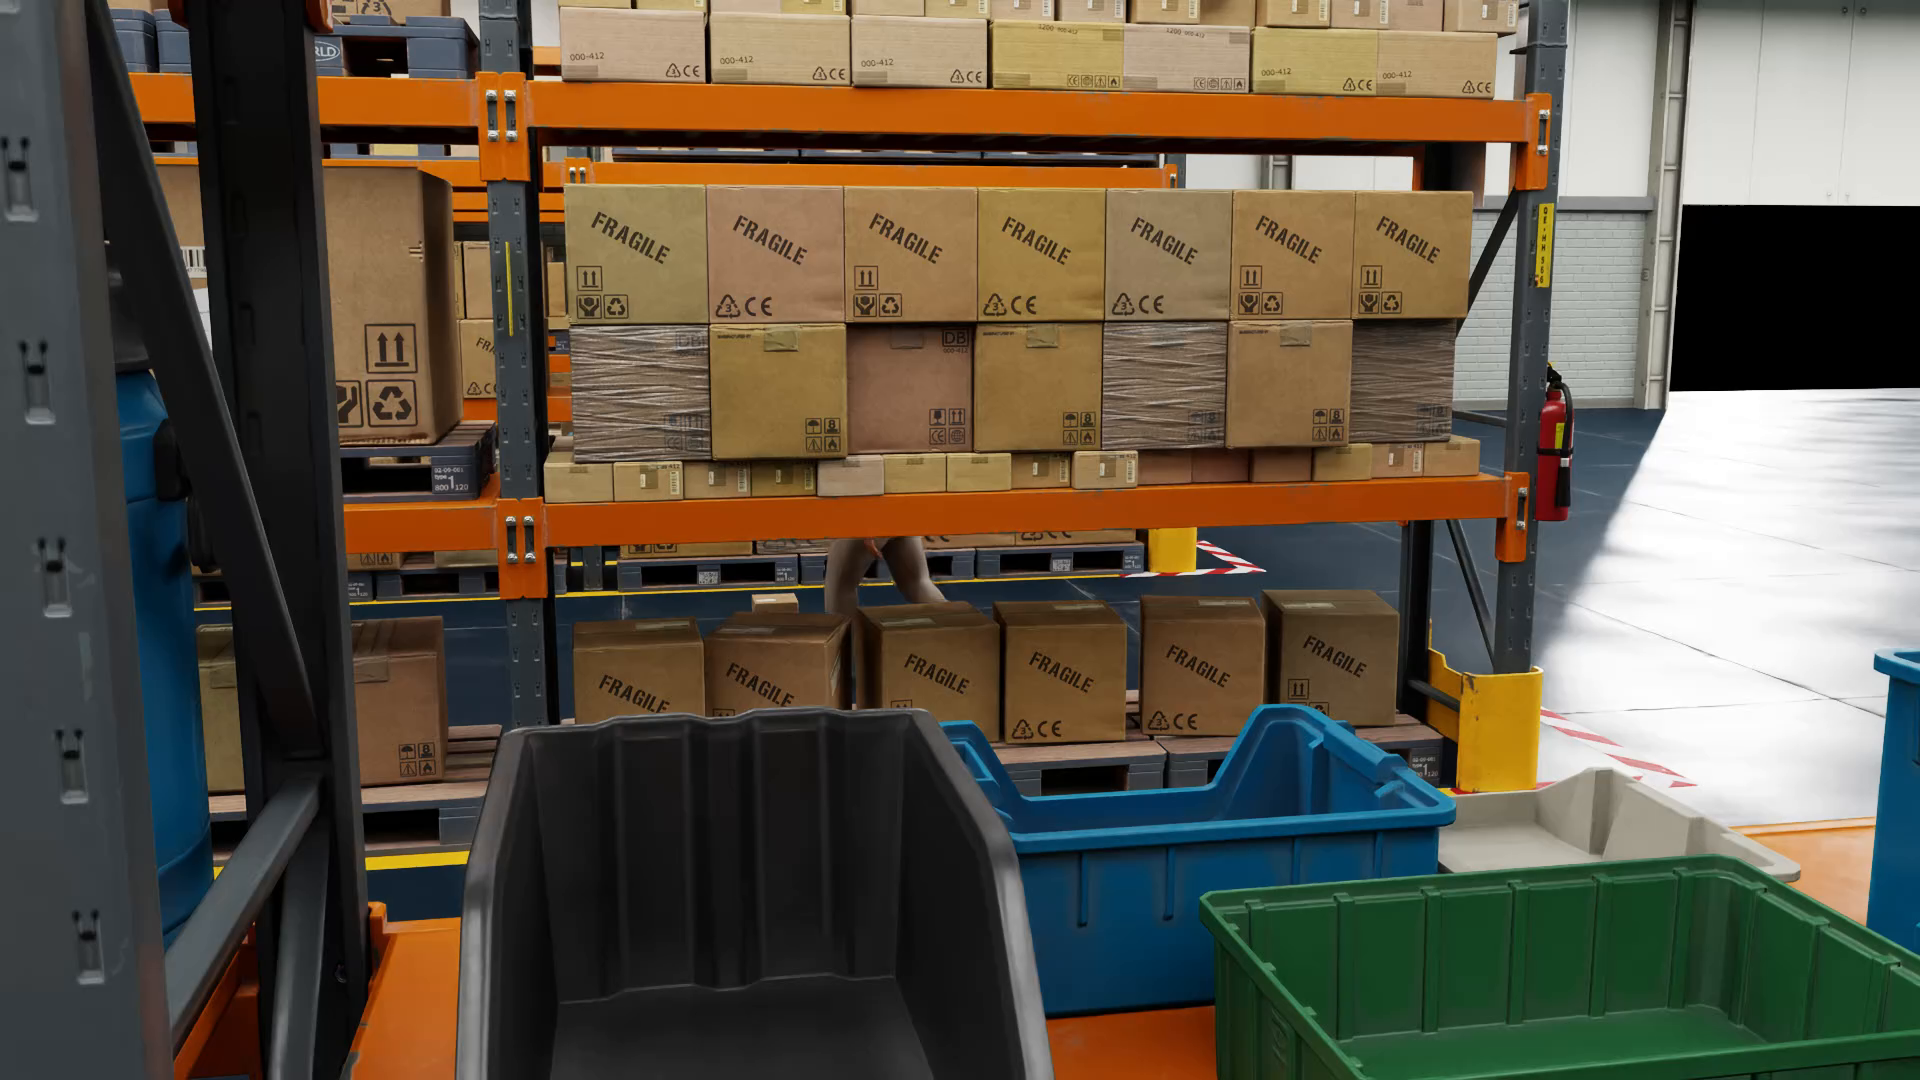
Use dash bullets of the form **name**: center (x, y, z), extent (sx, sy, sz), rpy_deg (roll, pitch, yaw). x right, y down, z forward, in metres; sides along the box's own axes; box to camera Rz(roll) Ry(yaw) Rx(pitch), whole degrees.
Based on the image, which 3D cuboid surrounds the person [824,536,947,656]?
- **person**: center (-0.327, -0.131, 8.553), extent (0.782, 1.616, 0.534), rpy_deg (8, 12, 39)
